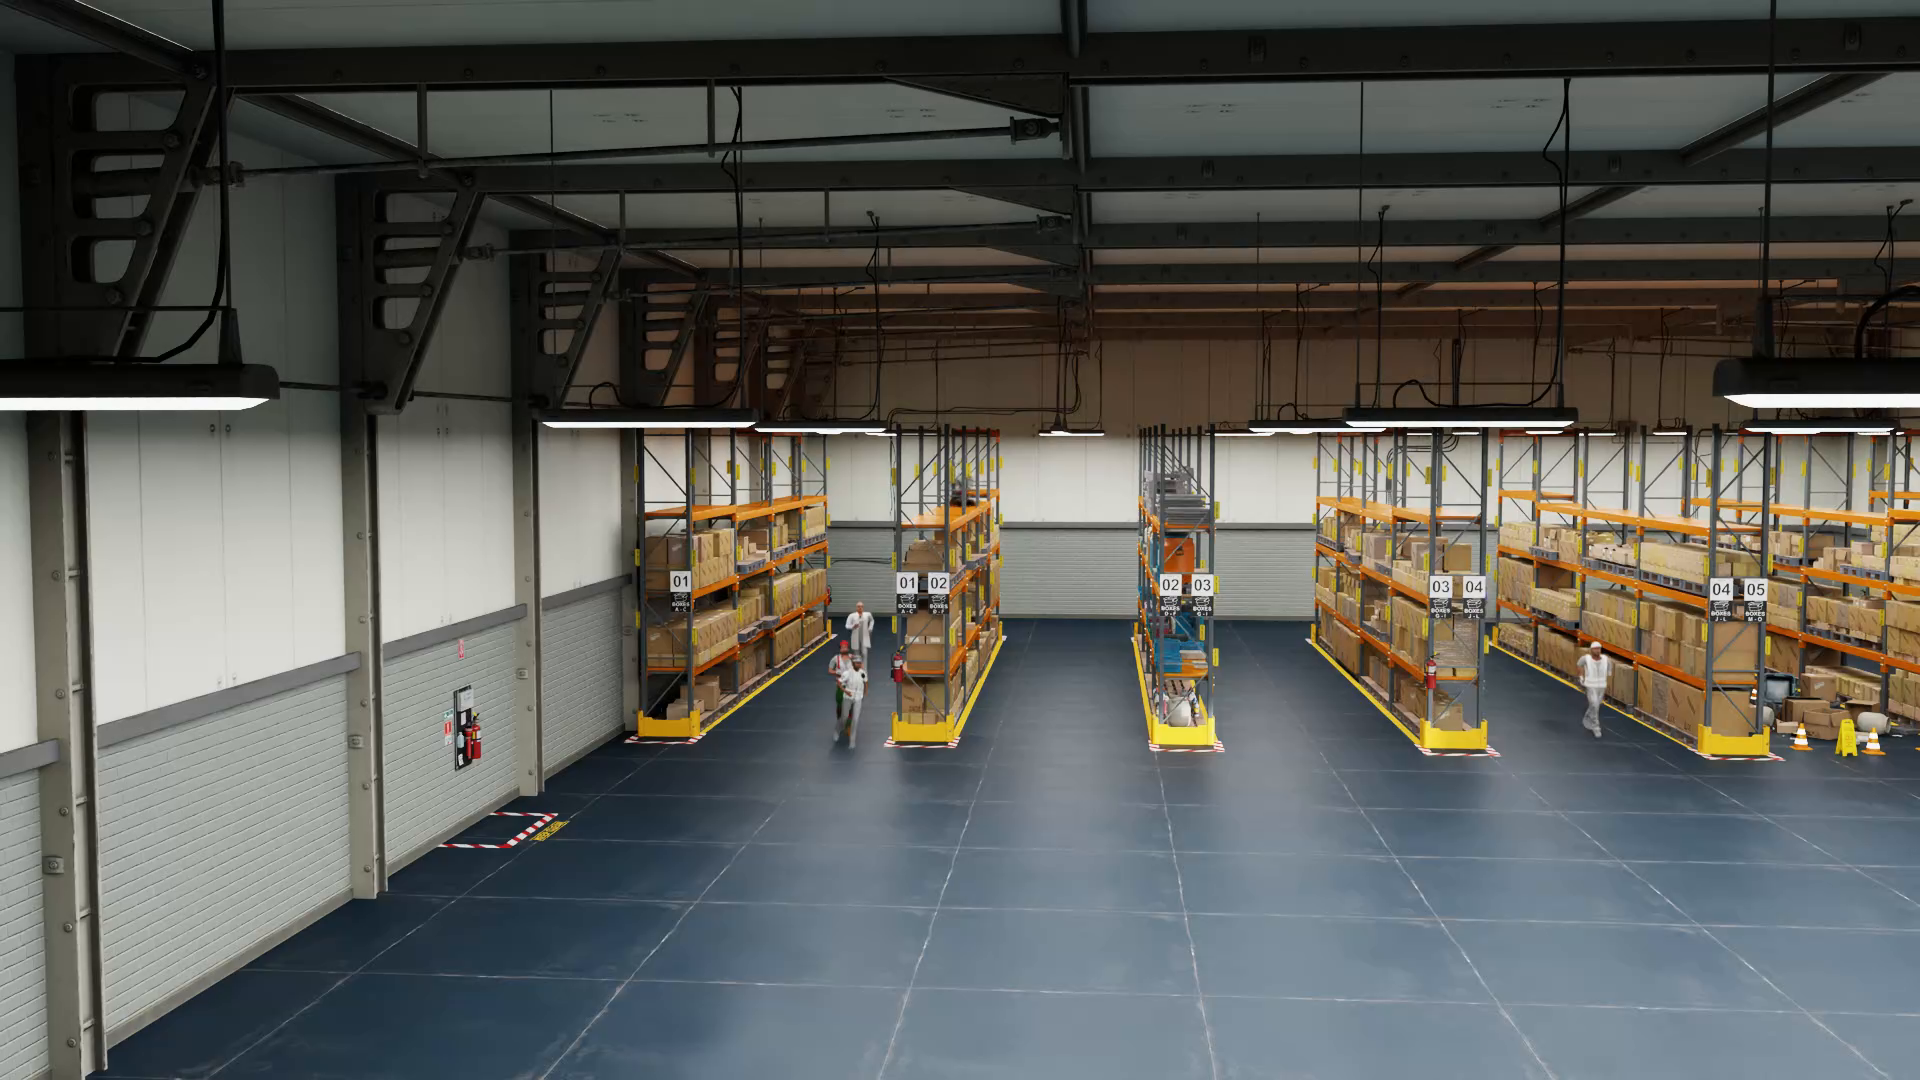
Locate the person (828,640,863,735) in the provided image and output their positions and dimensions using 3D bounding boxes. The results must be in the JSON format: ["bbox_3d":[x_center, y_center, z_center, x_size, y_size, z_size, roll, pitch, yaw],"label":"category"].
[{"bbox_3d":[-2.229,2.843,32.430,0.675,1.755,1.049,0,3,-4],"label":"person"}]

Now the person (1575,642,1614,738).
[{"bbox_3d":[12.323,2.869,32.217,0.655,1.827,0.877,0,3,-4],"label":"person"}]

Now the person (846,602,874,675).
[{"bbox_3d":[-2.385,2.384,39.727,0.698,1.804,0.981,0,3,-7],"label":"person"}]

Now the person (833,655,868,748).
[{"bbox_3d":[-1.991,2.986,31.085,0.660,1.673,0.924,-1,4,-17],"label":"person"}]
